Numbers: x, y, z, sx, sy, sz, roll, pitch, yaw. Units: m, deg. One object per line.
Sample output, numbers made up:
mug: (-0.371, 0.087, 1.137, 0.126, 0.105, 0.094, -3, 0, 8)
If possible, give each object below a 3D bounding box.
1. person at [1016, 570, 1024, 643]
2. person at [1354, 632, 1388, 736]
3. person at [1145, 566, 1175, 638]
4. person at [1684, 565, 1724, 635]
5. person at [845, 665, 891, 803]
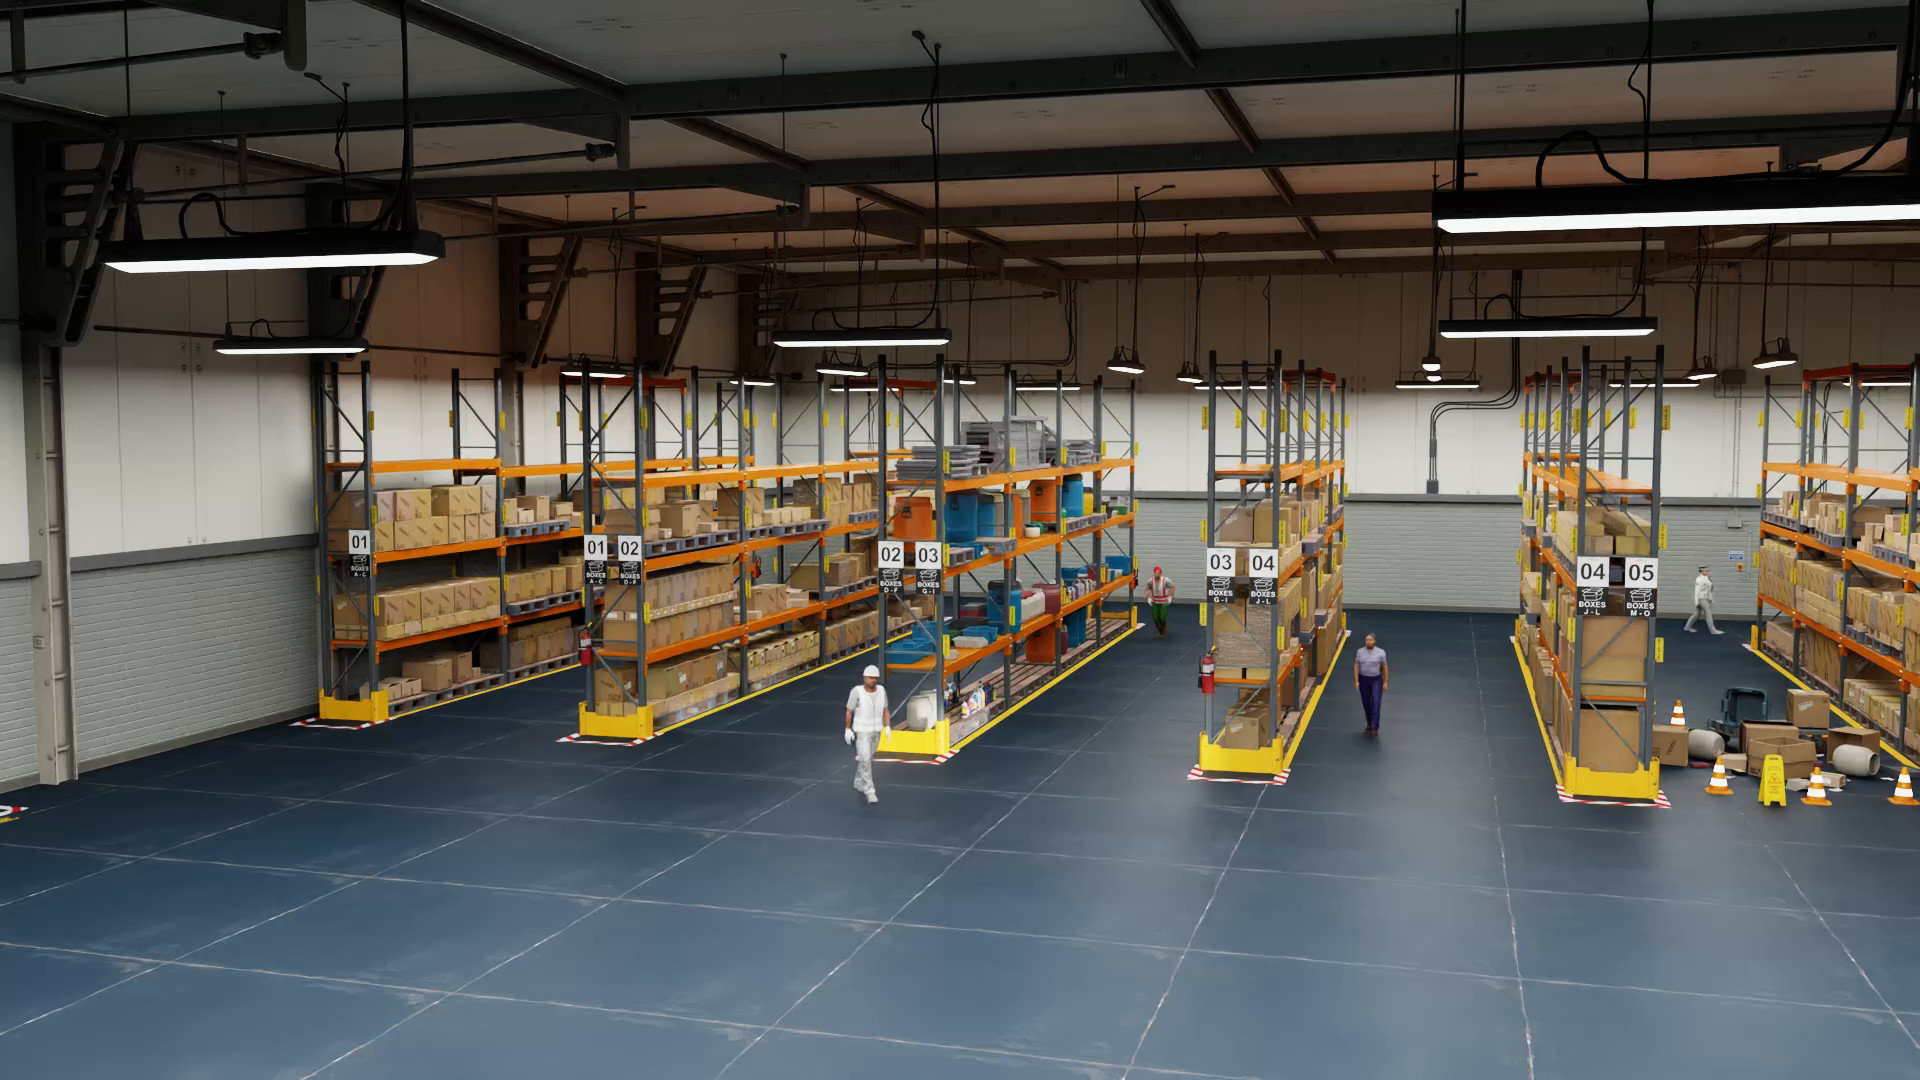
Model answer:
person: (1.170, 1.489, 37.144, 0.609, 1.740, 0.791, -2, 4, -22)
person: (6.528, 2.288, 26.522, 0.512, 1.591, 0.923, 2, 5, 29)
person: (4.595, 1.435, 38.248, 0.686, 1.685, 0.645, 2, 4, 23)
person: (17.493, 1.389, 39.039, 0.934, 1.627, 0.507, 4, 5, 42)
person: (-1.186, 2.530, 22.062, 0.574, 1.733, 0.942, -3, 5, -37)
